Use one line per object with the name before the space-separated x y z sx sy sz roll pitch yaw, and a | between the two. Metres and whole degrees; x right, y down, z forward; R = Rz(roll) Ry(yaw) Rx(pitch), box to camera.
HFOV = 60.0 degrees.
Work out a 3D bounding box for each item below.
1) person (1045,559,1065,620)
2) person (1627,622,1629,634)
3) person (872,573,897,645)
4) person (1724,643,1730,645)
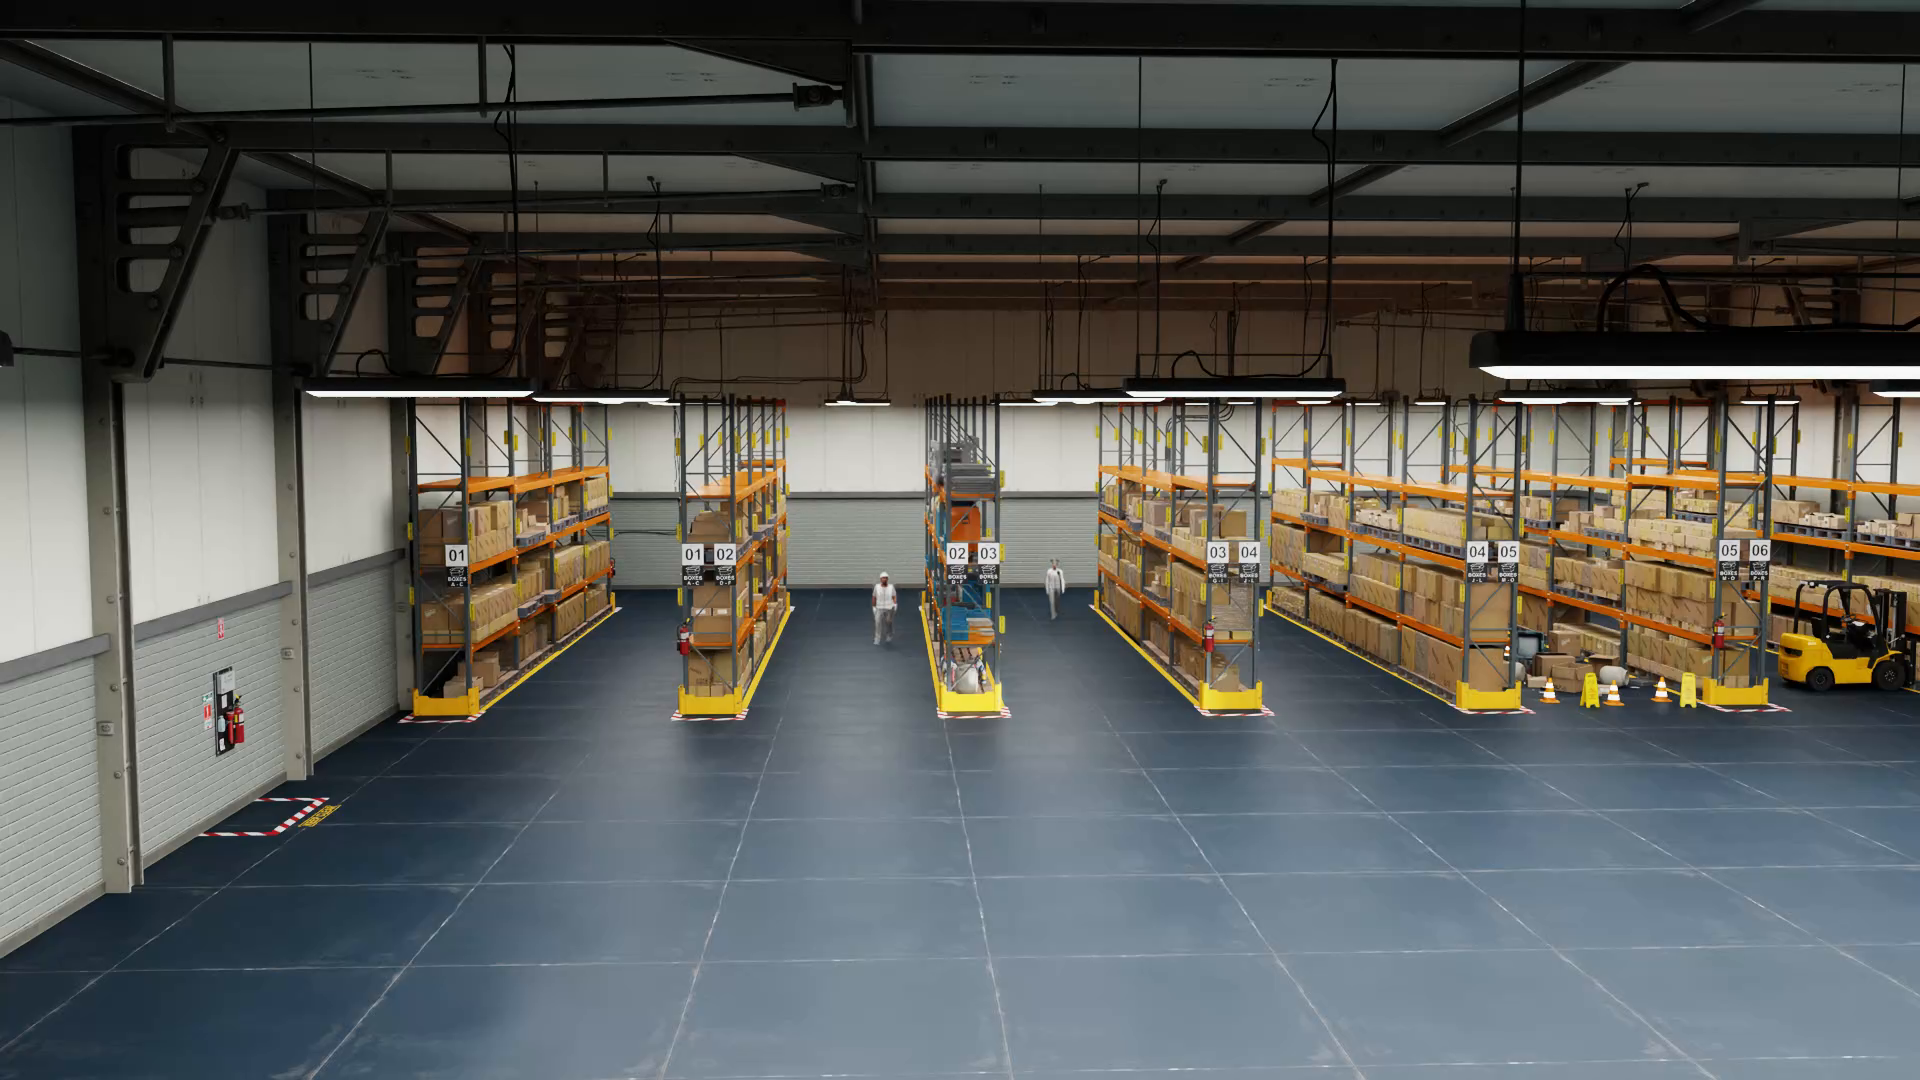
person | 2.595 1.324 45.227 0.506 1.632 0.995 -1 5 -6
person | 16.507 1.582 41.361 0.440 1.776 0.594 2 5 20
person | -1.822 1.651 40.171 0.656 1.718 1.050 1 5 8
person | 16.664 1.983 36.250 0.521 1.766 0.633 3 6 35
